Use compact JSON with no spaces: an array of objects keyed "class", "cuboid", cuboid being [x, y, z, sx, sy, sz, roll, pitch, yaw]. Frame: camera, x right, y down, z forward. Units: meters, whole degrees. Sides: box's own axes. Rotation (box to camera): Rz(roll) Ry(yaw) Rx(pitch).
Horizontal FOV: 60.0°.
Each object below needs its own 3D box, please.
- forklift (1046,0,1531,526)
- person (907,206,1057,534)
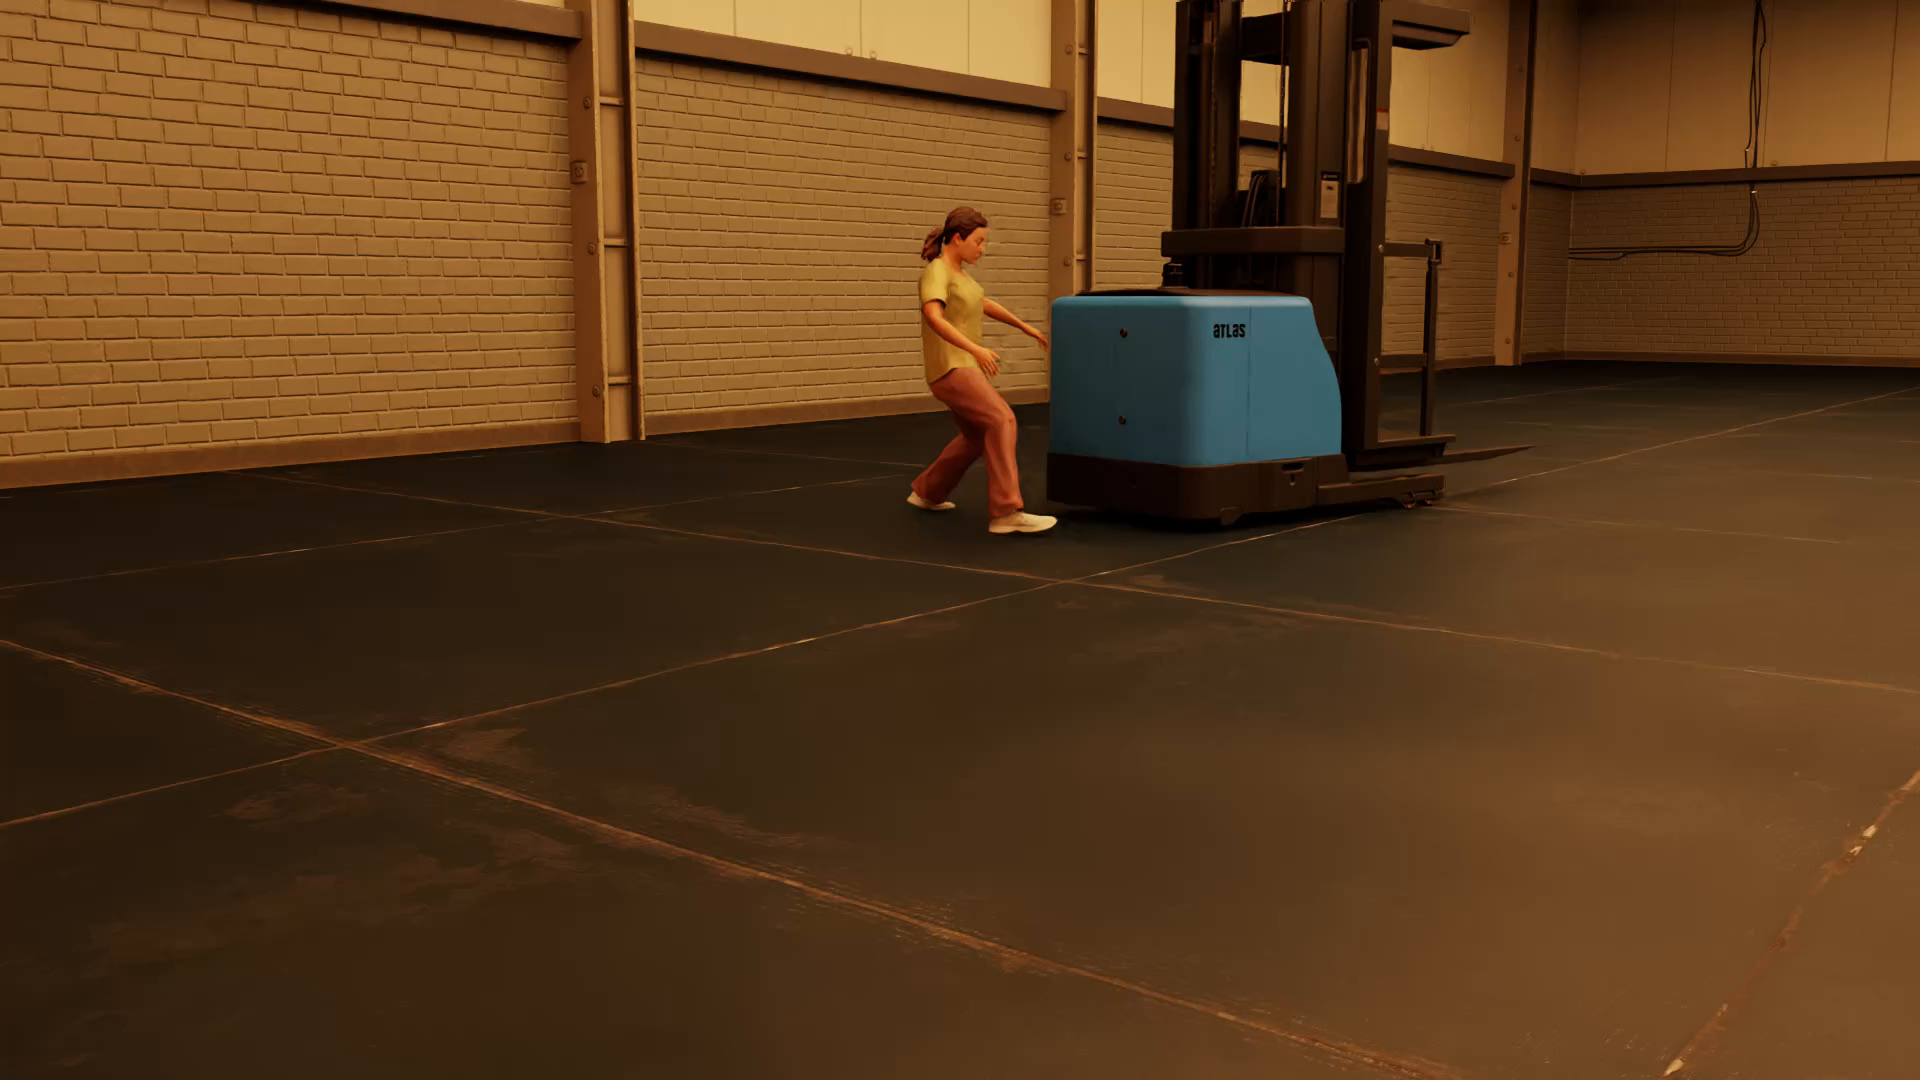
[{"class":"forklift","cuboid":[1.890,-1.663,8.648,3.031,2.935,1.130,-7,11,-39]},{"class":"person","cuboid":[0.101,-0.810,7.900,0.944,1.523,1.009,3,9,17]}]
